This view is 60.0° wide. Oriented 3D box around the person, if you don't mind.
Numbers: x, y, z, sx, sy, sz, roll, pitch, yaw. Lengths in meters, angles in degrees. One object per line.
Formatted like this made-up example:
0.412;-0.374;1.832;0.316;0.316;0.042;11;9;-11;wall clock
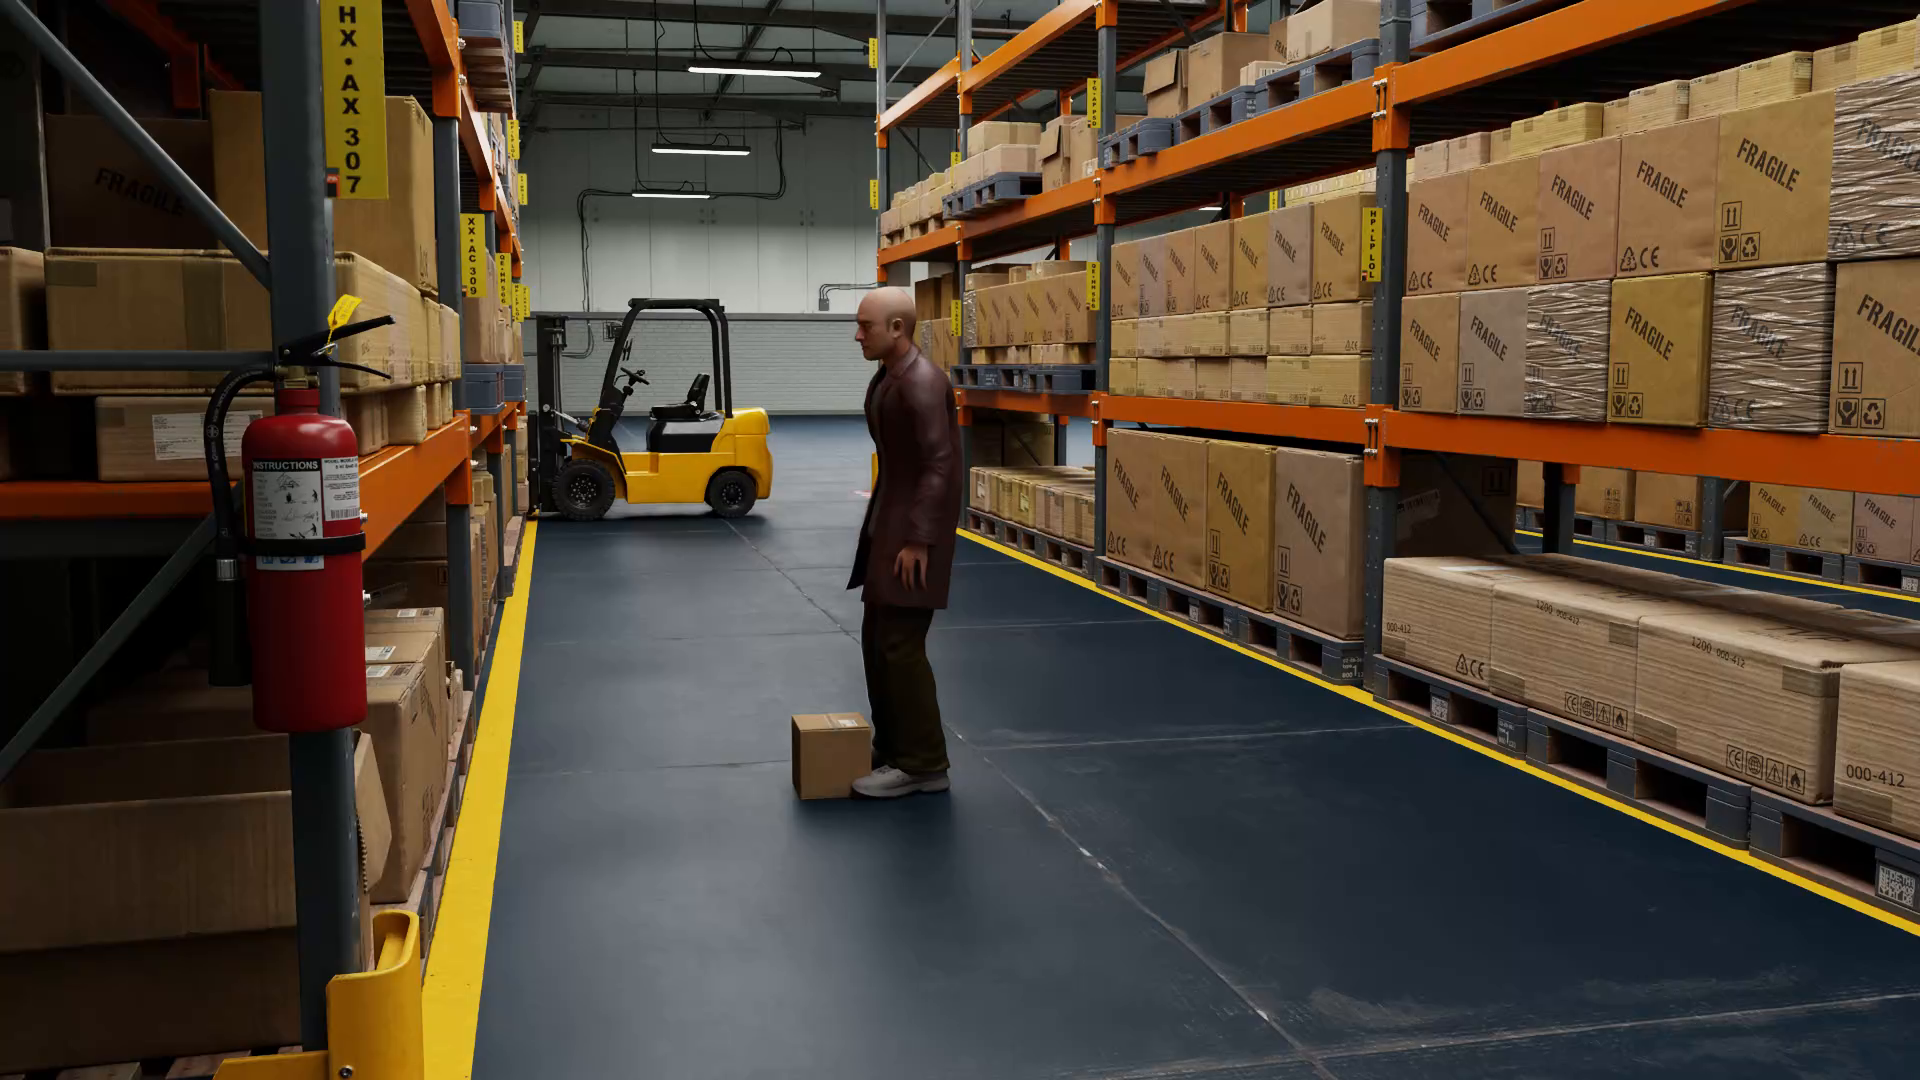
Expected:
-0.214;0.001;5.885;0.429;1.772;0.645;-2;6;-17;person
